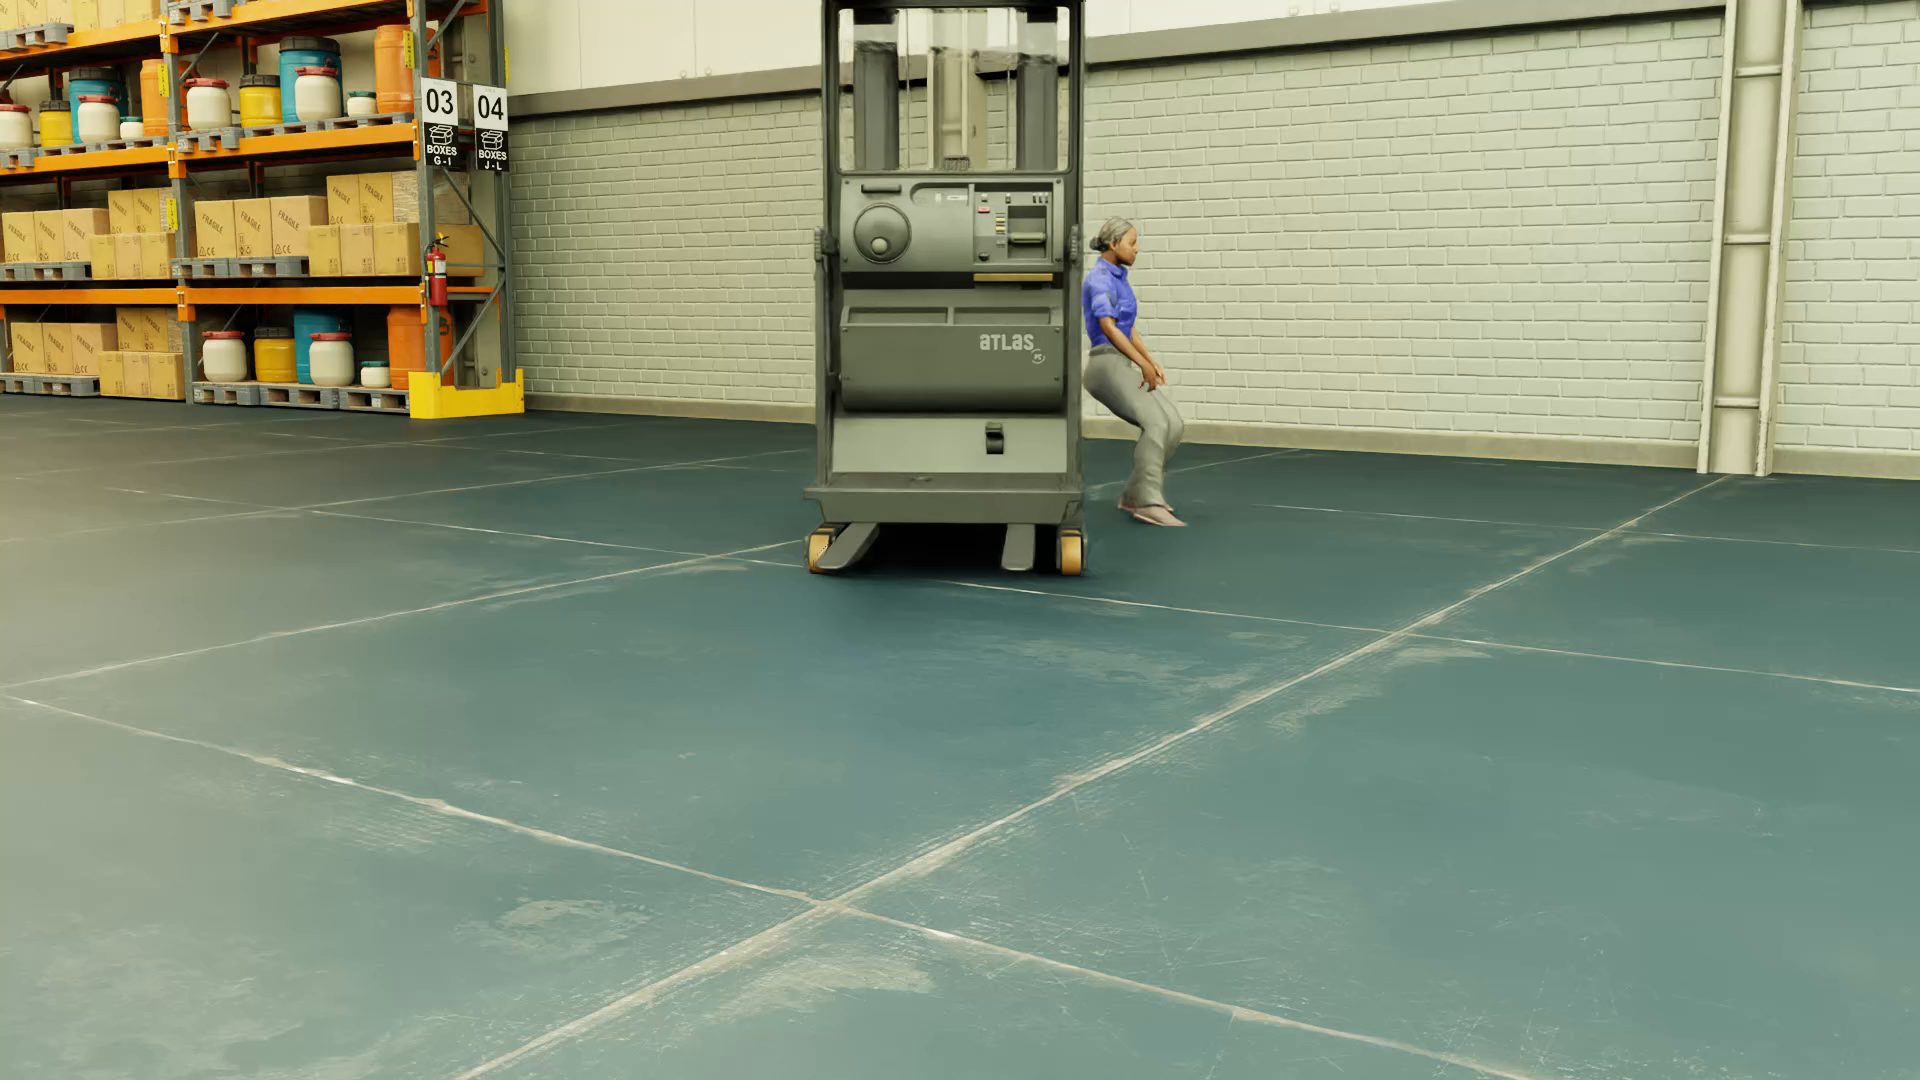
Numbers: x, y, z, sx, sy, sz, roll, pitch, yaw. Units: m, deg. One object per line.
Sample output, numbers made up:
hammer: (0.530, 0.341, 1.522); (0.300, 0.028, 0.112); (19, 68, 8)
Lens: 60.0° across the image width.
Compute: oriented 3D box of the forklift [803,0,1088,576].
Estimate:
forklift: (-0.041, -1.351, 6.695); (1.130, 2.935, 3.031); (0, 8, 3)

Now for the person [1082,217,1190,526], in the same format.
person: (0.916, -0.847, 8.375); (0.631, 1.547, 0.681); (3, 9, 18)
